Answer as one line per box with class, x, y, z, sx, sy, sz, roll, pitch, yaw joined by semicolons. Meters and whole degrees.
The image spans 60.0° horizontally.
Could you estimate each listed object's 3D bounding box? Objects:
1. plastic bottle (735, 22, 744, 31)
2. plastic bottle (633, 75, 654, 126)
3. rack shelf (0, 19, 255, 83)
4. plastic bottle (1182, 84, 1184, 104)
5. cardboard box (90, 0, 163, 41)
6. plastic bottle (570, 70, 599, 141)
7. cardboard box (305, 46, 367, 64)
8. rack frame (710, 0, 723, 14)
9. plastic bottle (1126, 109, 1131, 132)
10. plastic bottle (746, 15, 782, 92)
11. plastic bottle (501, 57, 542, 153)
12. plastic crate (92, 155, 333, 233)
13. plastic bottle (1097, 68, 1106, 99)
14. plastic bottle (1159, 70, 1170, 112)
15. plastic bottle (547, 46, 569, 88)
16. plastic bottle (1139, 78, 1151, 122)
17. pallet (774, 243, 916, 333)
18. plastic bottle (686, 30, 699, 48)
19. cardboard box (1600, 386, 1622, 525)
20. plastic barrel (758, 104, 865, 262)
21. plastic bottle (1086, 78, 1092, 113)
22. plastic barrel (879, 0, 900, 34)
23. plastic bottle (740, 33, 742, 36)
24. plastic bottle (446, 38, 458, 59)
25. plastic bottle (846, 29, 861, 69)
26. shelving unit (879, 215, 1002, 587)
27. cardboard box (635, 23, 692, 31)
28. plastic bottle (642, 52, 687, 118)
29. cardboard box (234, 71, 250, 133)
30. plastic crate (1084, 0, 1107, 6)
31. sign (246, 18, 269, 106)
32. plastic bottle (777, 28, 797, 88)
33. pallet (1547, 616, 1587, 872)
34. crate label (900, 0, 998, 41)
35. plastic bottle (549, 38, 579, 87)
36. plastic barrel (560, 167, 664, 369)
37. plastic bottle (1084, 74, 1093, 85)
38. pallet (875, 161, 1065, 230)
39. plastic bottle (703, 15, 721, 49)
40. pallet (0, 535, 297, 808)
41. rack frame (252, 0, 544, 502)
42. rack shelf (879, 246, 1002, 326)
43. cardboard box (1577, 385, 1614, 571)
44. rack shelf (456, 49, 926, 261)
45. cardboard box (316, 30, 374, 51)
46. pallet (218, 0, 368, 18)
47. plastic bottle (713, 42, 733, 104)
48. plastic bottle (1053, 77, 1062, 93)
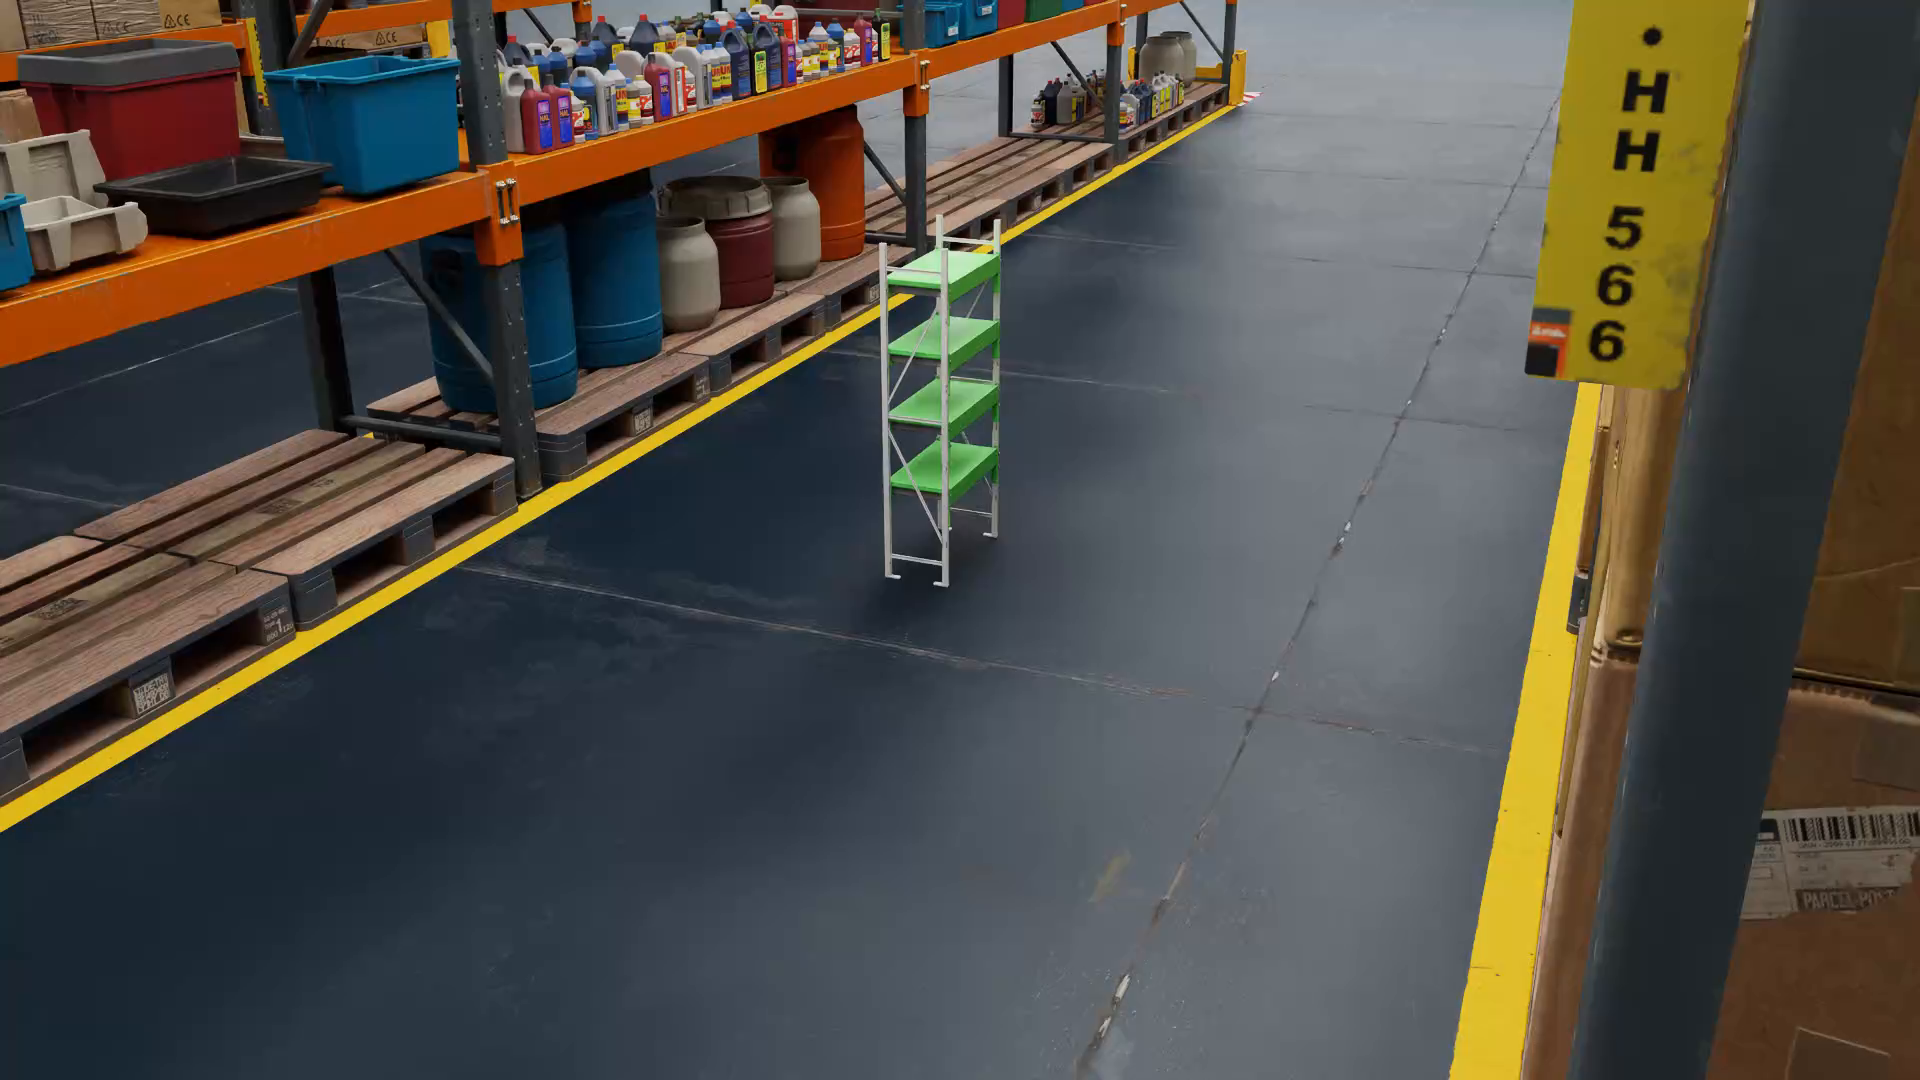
plastic bottle;-1.251;-2.790;9.295;0.097;0.201;0.097;0;23;0
plastic bottle;-1.369;-1.889;7.137;0.097;0.201;0.097;0;23;0
rack shelf;-6.027;-2.724;9.812;1.077;0.370;4.000;9;24;20
plastic bottle;2.011;-4.117;15.274;0.097;0.201;0.097;0;23;0
cardboard box;-5.428;-3.428;10.435;0.500;0.500;0.500;9;24;20
plastic bottle;-1.528;-1.768;6.758;0.097;0.271;0.097;0;23;0
cardboard box;-4.876;-3.602;12.682;0.500;0.250;0.500;12;25;26
rack frame;-2.313;-6.634;18.241;1.000;3.000;0.127;9;24;20
plastic bottle;1.363;-3.493;13.781;0.097;0.201;0.097;0;23;0
plastic bottle;-0.962;-2.374;8.105;0.144;0.351;0.185;9;24;20
plastic bottle;-1.725;-1.702;6.497;0.144;0.351;0.185;9;24;20
plastic crate;-2.338;-1.093;5.253;0.437;0.125;0.590;9;24;20
plastic bottle;1.323;-4.265;15.538;0.097;0.271;0.097;0;23;0
plastic bottle;1.782;-3.990;14.777;0.144;0.351;0.185;10;25;22
plastic bottle;-1.830;-2.107;7.570;0.097;0.271;0.097;0;23;0
plastic bottle;1.555;-3.771;14.253;0.144;0.351;0.185;8;24;18
pallet;-0.940;-1.488;9.537;1.003;0.211;1.213;9;24;20
plastic bottle;-1.437;-2.611;8.867;0.097;0.201;0.097;0;23;0
cardboard box;1.421;-0.279;2.896;0.500;0.500;0.500;8;24;19
plastic barrel;-0.852;-2.077;9.602;0.600;0.830;0.708;9;24;20
plastic bottle;1.126;-3.942;14.749;0.061;0.283;0.133;9;24;20
plastic barrel;-0.502;-3.513;10.623;0.421;0.512;0.421;0;23;0
plastic bottle;-1.039;-2.288;7.988;0.061;0.283;0.133;9;24;20
plastic bottle;-2.134;-1.984;7.172;0.144;0.351;0.185;9;24;20
plastic bottle;-0.586;-2.644;8.945;0.097;0.201;0.097;0;23;0
shelving unit;-0.062;-0.494;5.877;0.258;1.200;0.503;9;24;20
cardboard box;-3.001;-5.013;17.059;0.500;0.500;0.500;11;25;25
plastic bottle;-1.302;-2.016;7.346;0.152;0.276;0.135;9;24;20
cardboard box;-5.560;-2.741;11.132;1.225;0.875;0.875;8;24;18
plastic crate;0.904;-4.306;12.584;0.402;0.464;0.583;9;24;20
sign;-2.682;-1.838;6.400;0.100;0.325;0.005;9;24;20
plastic bottle;-0.865;-2.394;8.240;0.061;0.283;0.133;9;24;20
pallet;2.170;0.612;4.511;1.003;0.211;1.213;9;24;20
crate label;-0.066;-3.395;10.441;0.502;0.435;0.616;9;24;20
plastic bottle;-1.866;-2.203;7.794;0.152;0.276;0.135;9;24;20
plastic barrel;-1.691;-1.302;7.653;0.600;0.901;0.708;9;24;20
plastic bottle;1.158;-4.107;15.159;0.097;0.271;0.097;0;23;0
pallet;0.093;-2.482;11.919;1.003;0.211;1.213;9;24;20
plastic bottle;-1.331;-2.683;8.947;0.097;0.271;0.097;0;23;0
pallet;-2.860;0.363;5.108;1.003;0.211;1.213;9;24;20
rack frame;-2.172;-1.631;6.263;1.000;3.000;0.127;9;24;20
rack shelf;-0.062;-0.878;5.717;0.258;0.148;0.480;9;24;20
cardboard box;2.343;-0.188;5.480;0.500;0.500;0.500;9;24;20
rack shelf;-1.429;-2.015;8.115;1.077;0.370;4.000;9;24;20
cardboard box;-7.396;-6.027;18.998;0.875;0.875;0.875;8;24;19
pallet;-5.119;-3.953;12.071;1.213;0.211;1.003;9;24;20
plastic bottle;-1.111;-2.169;7.719;0.097;0.271;0.097;0;23;0
plastic bottle;0.843;-3.815;14.357;0.144;0.351;0.185;8;24;17
